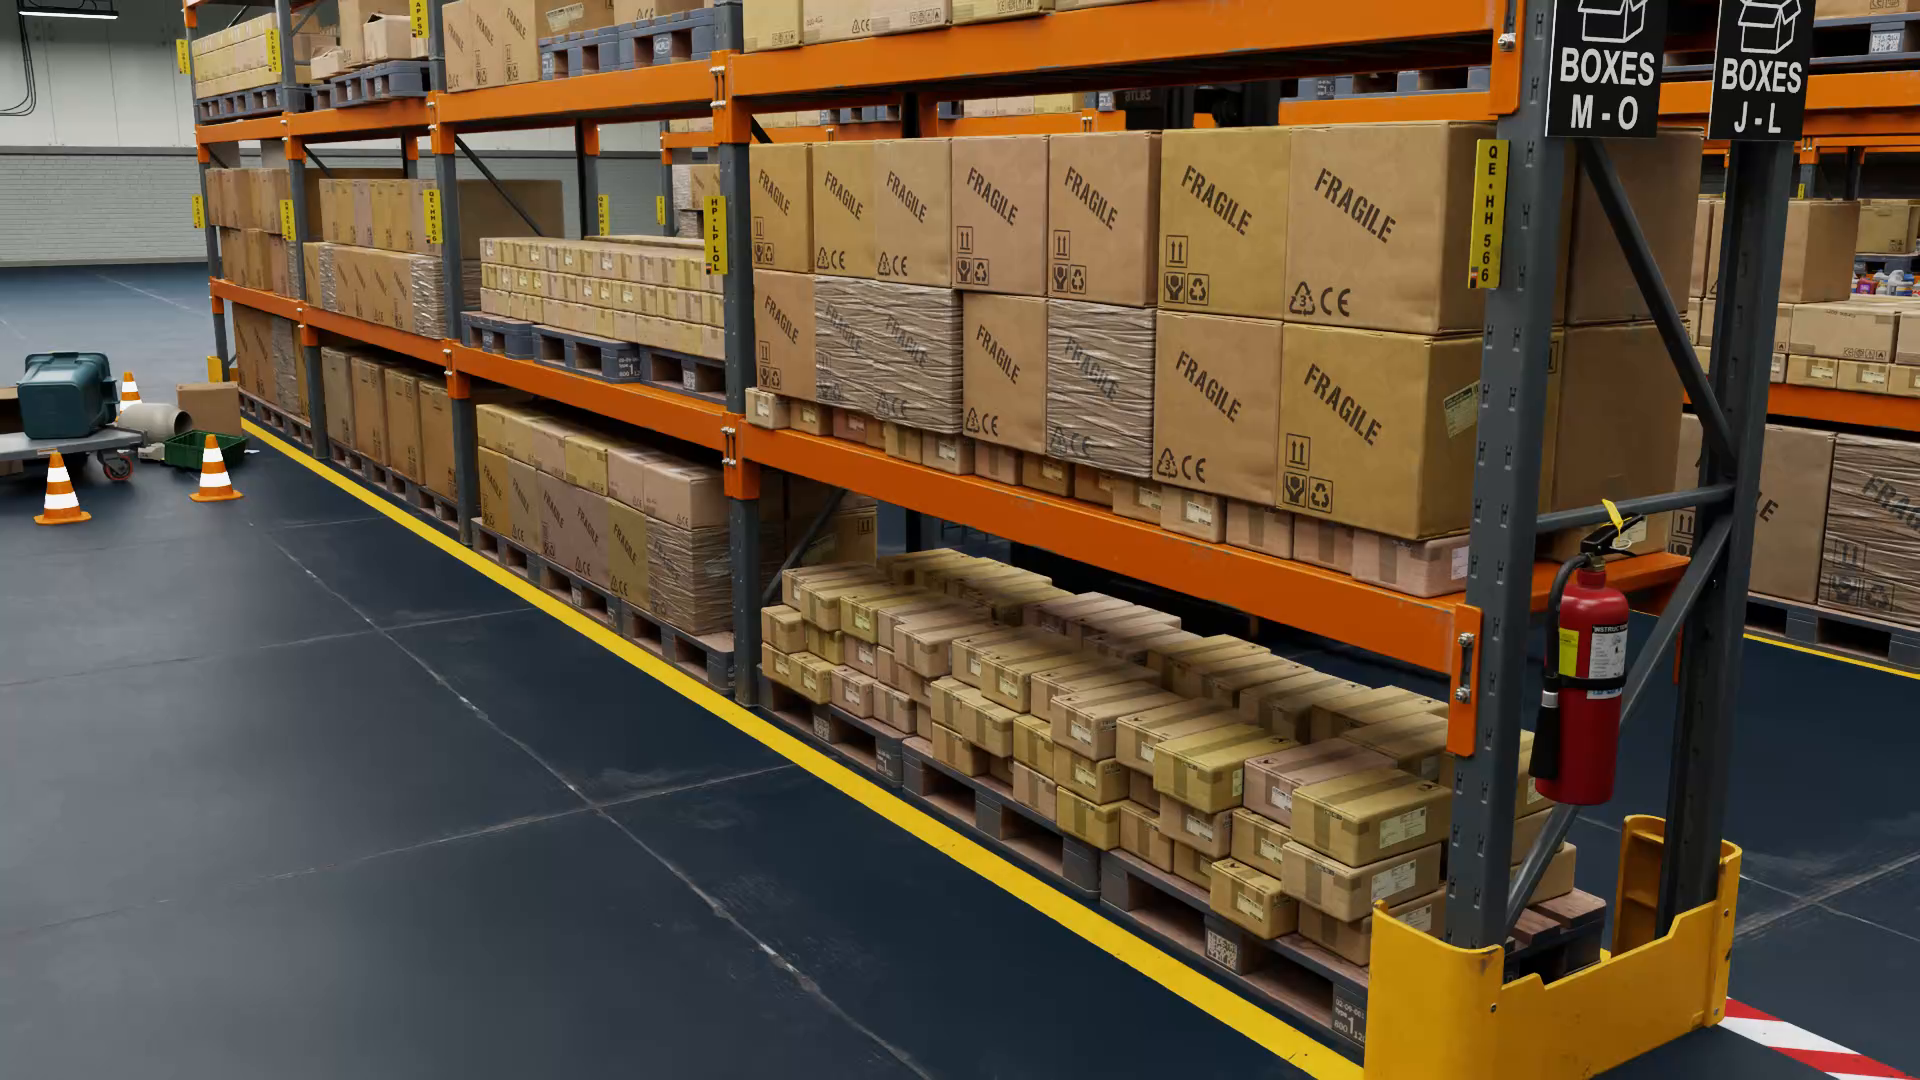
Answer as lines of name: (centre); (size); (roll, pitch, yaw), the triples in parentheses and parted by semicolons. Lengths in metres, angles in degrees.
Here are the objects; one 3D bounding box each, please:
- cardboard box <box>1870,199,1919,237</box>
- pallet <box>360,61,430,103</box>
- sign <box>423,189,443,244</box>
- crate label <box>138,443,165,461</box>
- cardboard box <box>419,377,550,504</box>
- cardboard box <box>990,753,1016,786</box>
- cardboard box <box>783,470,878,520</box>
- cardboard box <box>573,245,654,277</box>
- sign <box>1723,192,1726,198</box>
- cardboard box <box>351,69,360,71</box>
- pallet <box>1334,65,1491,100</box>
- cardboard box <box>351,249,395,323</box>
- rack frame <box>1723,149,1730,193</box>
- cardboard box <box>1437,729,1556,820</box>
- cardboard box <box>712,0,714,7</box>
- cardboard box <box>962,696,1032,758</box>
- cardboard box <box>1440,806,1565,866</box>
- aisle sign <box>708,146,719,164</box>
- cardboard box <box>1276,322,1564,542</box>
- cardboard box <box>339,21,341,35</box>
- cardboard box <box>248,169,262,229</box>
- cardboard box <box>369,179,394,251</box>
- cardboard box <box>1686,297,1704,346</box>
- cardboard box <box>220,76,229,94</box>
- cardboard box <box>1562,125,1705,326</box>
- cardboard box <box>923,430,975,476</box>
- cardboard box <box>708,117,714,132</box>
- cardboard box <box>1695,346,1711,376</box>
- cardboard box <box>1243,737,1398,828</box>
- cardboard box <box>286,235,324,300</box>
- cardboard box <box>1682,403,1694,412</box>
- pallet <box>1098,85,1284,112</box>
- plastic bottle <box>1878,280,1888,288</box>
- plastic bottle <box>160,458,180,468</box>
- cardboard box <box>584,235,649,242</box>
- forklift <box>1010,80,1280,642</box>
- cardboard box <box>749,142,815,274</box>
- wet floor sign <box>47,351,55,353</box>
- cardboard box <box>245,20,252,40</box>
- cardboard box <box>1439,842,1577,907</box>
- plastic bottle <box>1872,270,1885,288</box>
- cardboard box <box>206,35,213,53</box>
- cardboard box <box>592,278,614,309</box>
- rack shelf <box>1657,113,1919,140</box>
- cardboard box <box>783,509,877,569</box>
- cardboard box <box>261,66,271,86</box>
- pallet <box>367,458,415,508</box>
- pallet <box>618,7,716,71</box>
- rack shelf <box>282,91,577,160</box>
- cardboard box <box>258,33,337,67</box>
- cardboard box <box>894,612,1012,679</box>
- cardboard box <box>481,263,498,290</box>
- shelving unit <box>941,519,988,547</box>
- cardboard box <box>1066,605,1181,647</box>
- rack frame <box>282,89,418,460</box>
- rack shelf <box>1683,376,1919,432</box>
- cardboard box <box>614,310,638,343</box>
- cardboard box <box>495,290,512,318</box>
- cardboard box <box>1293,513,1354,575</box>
cardboard box: (12.797, -4.383, 22.620); (0.700, 0.500, 0.500); (-8, 15, -33)
pallet: (-3.182, -2.971, 10.849); (1.213, 0.211, 1.003); (-7, 14, -30)
sign: (-3.242, -1.989, 10.227); (0.100, 0.325, 0.005); (-8, 15, -33)
crate label: (-6.702, -0.732, 13.890); (0.250, 0.136, 0.298); (4, 13, 16)
cardboard box: (-3.044, -0.715, 11.394); (1.050, 0.750, 0.750); (-8, 15, -34)
cardboard box: (0.331, 0.775, 5.985); (0.380, 0.149, 0.250); (-8, 14, -31)
cardboard box: (-0.755, -0.292, 8.287); (0.500, 0.250, 0.500); (-9, 15, -35)
cardboard box: (-1.822, -1.480, 8.819); (0.380, 0.149, 0.250); (-8, 15, -34)
sign: (11.111, -4.887, 24.160); (0.100, 0.325, 0.005); (-8, 15, -33)
cardboard box: (-4.137, -3.497, 11.909); (0.396, 0.266, 0.258); (-8, 15, -33)
pallet: (3.071, -2.877, 10.422); (0.805, 0.209, 1.217); (-9, 15, -35)
cardboard box: (-4.094, -1.856, 12.092); (0.500, 0.500, 0.500); (-8, 15, -32)
rack frame: (11.558, -4.529, 24.553); (1.000, 3.000, 0.127); (-8, 15, -33)
cardboard box: (1.643, 0.696, 4.954); (0.380, 0.149, 0.250); (-9, 15, -35)
cardboard box: (-0.684, -2.578, 7.393); (0.700, 0.500, 0.500); (-8, 15, -33)
cardboard box: (0.232, 0.639, 5.914); (0.380, 0.149, 0.250); (-8, 15, -32)
cardboard box: (1.574, 0.851, 4.941); (0.380, 0.149, 0.250); (-7, 14, -30)
aisle sign: (-2.813, -4.798, 19.698); (0.394, 0.787, 0.004); (-8, 15, -33)
cardboard box: (1.188, -0.311, 4.332); (0.500, 0.500, 0.500); (-8, 15, -32)
cardboard box: (-5.059, -4.338, 14.160); (0.380, 0.149, 0.250); (-8, 15, -33)
cardboard box: (-6.060, -3.162, 15.419); (0.875, 0.550, 0.500); (-8, 15, -33)
cardboard box: (-3.873, -2.380, 12.149); (0.700, 0.500, 0.500); (-8, 15, -33)
cardboard box: (3.933, -1.216, 9.057); (0.500, 0.250, 0.500); (-8, 15, -33)
cardboard box: (-6.592, -4.186, 15.332); (0.380, 0.149, 0.250); (-8, 15, -33)
cardboard box: (1.623, -0.861, 4.508); (0.500, 0.500, 0.500); (-8, 15, -33)
cardboard box: (0.089, -0.338, 5.976); (0.380, 0.149, 0.250); (-7, 14, -30)
cardboard box: (-2.415, -4.578, 18.105); (0.500, 0.250, 0.500); (-8, 15, -33)
cardboard box: (4.088, -0.948, 8.761); (0.380, 0.149, 0.250); (-8, 15, -34)
cardboard box: (1.055, 0.714, 4.873); (0.380, 0.149, 0.250); (-8, 15, -32)
cardboard box: (-5.212, -2.339, 14.185); (0.875, 0.550, 0.550); (-8, 15, -33)
cardboard box: (3.919, -0.388, 9.606); (0.875, 0.875, 0.875); (-8, 15, -33)
pallet: (1.805, -3.324, 12.461); (1.213, 0.211, 1.003); (-7, 14, -30)
plastic bottle: (7.508, -2.011, 13.503); (0.097, 0.201, 0.097); (0, 12, 0)
plastic bottle: (-6.407, -0.636, 13.629); (0.283, 0.061, 0.133); (6, 14, 26)
cardboard box: (-2.128, -1.830, 10.422); (0.380, 0.149, 0.250); (-9, 15, -35)
forklift: (1.636, -1.027, 8.696); (1.130, 2.935, 3.031); (-10, 16, -40)
cardboard box: (-0.518, -1.352, 6.753); (0.500, 0.500, 0.500); (-8, 14, -31)
wet floor sign: (-8.878, -1.533, 16.364); (0.267, 0.644, 0.232); (-12, 17, -42)
cardboard box: (-5.882, -4.349, 14.211); (0.380, 0.149, 0.250); (-8, 15, -32)
cardboard box: (1.627, 0.989, 5.007); (0.380, 0.149, 0.250); (-8, 15, -32)
plastic bottle: (7.560, -2.088, 13.687); (0.097, 0.271, 0.097); (0, 12, 0)
cardboard box: (-6.874, -4.667, 15.664); (0.380, 0.149, 0.250); (-8, 15, -32)
cardboard box: (-1.684, -1.288, 8.638); (0.380, 0.149, 0.250); (-8, 15, -33)
rack shelf: (6.635, -3.404, 14.067); (1.077, 0.370, 4.000); (-8, 15, -33)
cardboard box: (-0.754, 0.075, 8.368); (0.500, 0.500, 0.500); (-7, 14, -31)
cardboard box: (-5.605, -3.870, 13.886); (0.380, 0.149, 0.250); (-8, 15, -32)
pallet: (-3.827, -0.494, 12.625); (1.003, 0.211, 1.213); (-8, 15, -33)
pallet: (-0.819, -2.275, 7.660); (1.213, 0.211, 1.003); (-8, 15, -33)
rack shelf: (-3.890, -2.960, 12.037); (1.077, 0.370, 4.000); (-8, 15, -33)
cardboard box: (-5.484, -4.050, 13.777); (0.500, 0.250, 0.500); (-8, 15, -33)
cardboard box: (-0.026, 0.398, 6.319); (0.380, 0.149, 0.250); (-8, 15, -32)
cardboard box: (-2.681, -1.608, 10.103); (0.380, 0.149, 0.250); (-7, 14, -30)
shelving unit: (0.030, -0.503, 10.706); (0.215, 1.050, 0.252); (-8, 15, -33)
cardboard box: (0.632, 0.374, 6.428); (0.380, 0.149, 0.250); (-9, 15, -35)
rack frame: (-4.998, -2.201, 13.907); (1.000, 3.000, 0.127); (-8, 15, -33)
rack shelf: (4.728, -0.641, 8.454); (1.077, 0.370, 4.000); (-8, 15, -33)
cardboard box: (-1.529, -1.092, 8.441); (0.380, 0.149, 0.250); (-9, 15, -35)
cardboard box: (-2.553, -1.421, 9.945); (0.380, 0.149, 0.250); (-7, 14, -30)
cardboard box: (1.128, -0.018, 4.510); (0.380, 0.149, 0.250); (-8, 15, -33)
